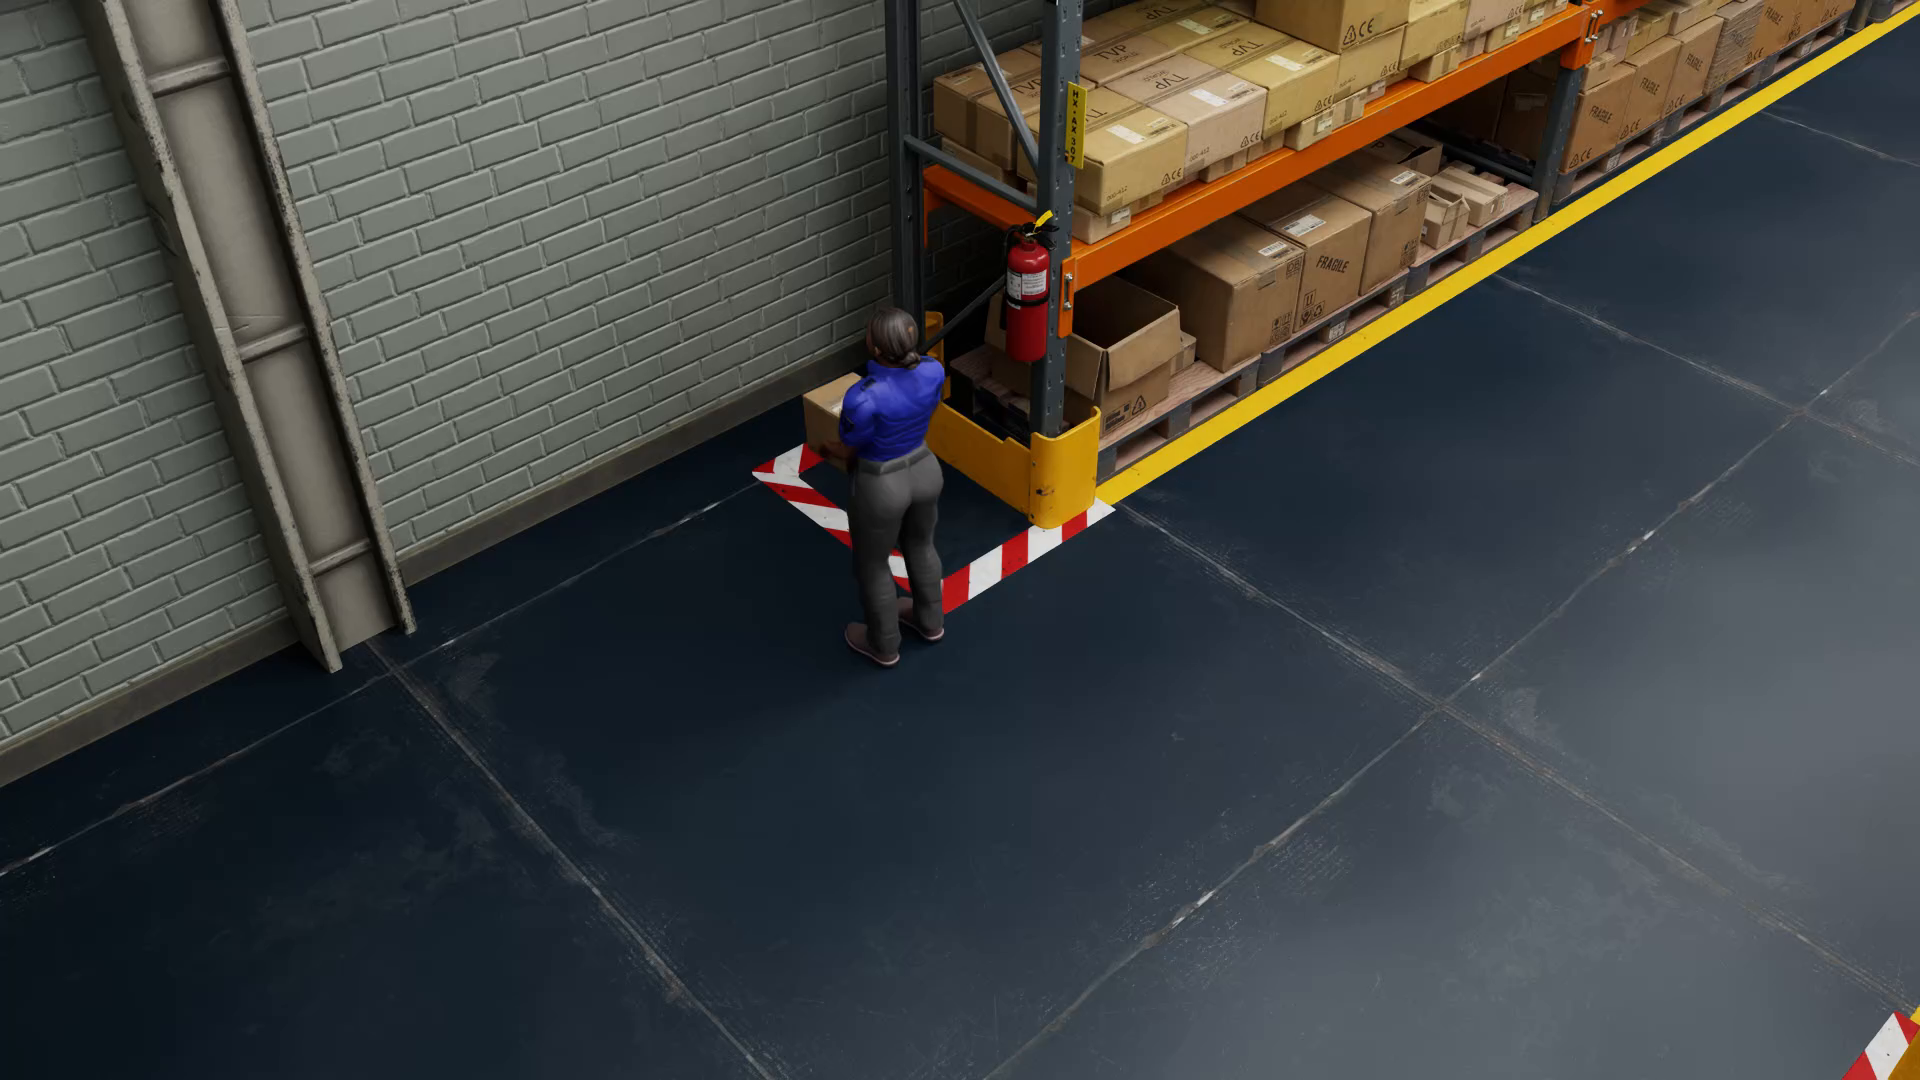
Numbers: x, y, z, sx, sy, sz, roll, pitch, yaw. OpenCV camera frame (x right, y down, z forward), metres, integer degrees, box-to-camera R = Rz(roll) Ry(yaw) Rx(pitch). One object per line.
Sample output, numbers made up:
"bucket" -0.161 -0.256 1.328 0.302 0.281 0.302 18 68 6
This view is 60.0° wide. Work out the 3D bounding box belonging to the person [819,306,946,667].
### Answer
"person" -0.308 -0.251 6.461 0.454 1.652 0.511 -26 47 -28
